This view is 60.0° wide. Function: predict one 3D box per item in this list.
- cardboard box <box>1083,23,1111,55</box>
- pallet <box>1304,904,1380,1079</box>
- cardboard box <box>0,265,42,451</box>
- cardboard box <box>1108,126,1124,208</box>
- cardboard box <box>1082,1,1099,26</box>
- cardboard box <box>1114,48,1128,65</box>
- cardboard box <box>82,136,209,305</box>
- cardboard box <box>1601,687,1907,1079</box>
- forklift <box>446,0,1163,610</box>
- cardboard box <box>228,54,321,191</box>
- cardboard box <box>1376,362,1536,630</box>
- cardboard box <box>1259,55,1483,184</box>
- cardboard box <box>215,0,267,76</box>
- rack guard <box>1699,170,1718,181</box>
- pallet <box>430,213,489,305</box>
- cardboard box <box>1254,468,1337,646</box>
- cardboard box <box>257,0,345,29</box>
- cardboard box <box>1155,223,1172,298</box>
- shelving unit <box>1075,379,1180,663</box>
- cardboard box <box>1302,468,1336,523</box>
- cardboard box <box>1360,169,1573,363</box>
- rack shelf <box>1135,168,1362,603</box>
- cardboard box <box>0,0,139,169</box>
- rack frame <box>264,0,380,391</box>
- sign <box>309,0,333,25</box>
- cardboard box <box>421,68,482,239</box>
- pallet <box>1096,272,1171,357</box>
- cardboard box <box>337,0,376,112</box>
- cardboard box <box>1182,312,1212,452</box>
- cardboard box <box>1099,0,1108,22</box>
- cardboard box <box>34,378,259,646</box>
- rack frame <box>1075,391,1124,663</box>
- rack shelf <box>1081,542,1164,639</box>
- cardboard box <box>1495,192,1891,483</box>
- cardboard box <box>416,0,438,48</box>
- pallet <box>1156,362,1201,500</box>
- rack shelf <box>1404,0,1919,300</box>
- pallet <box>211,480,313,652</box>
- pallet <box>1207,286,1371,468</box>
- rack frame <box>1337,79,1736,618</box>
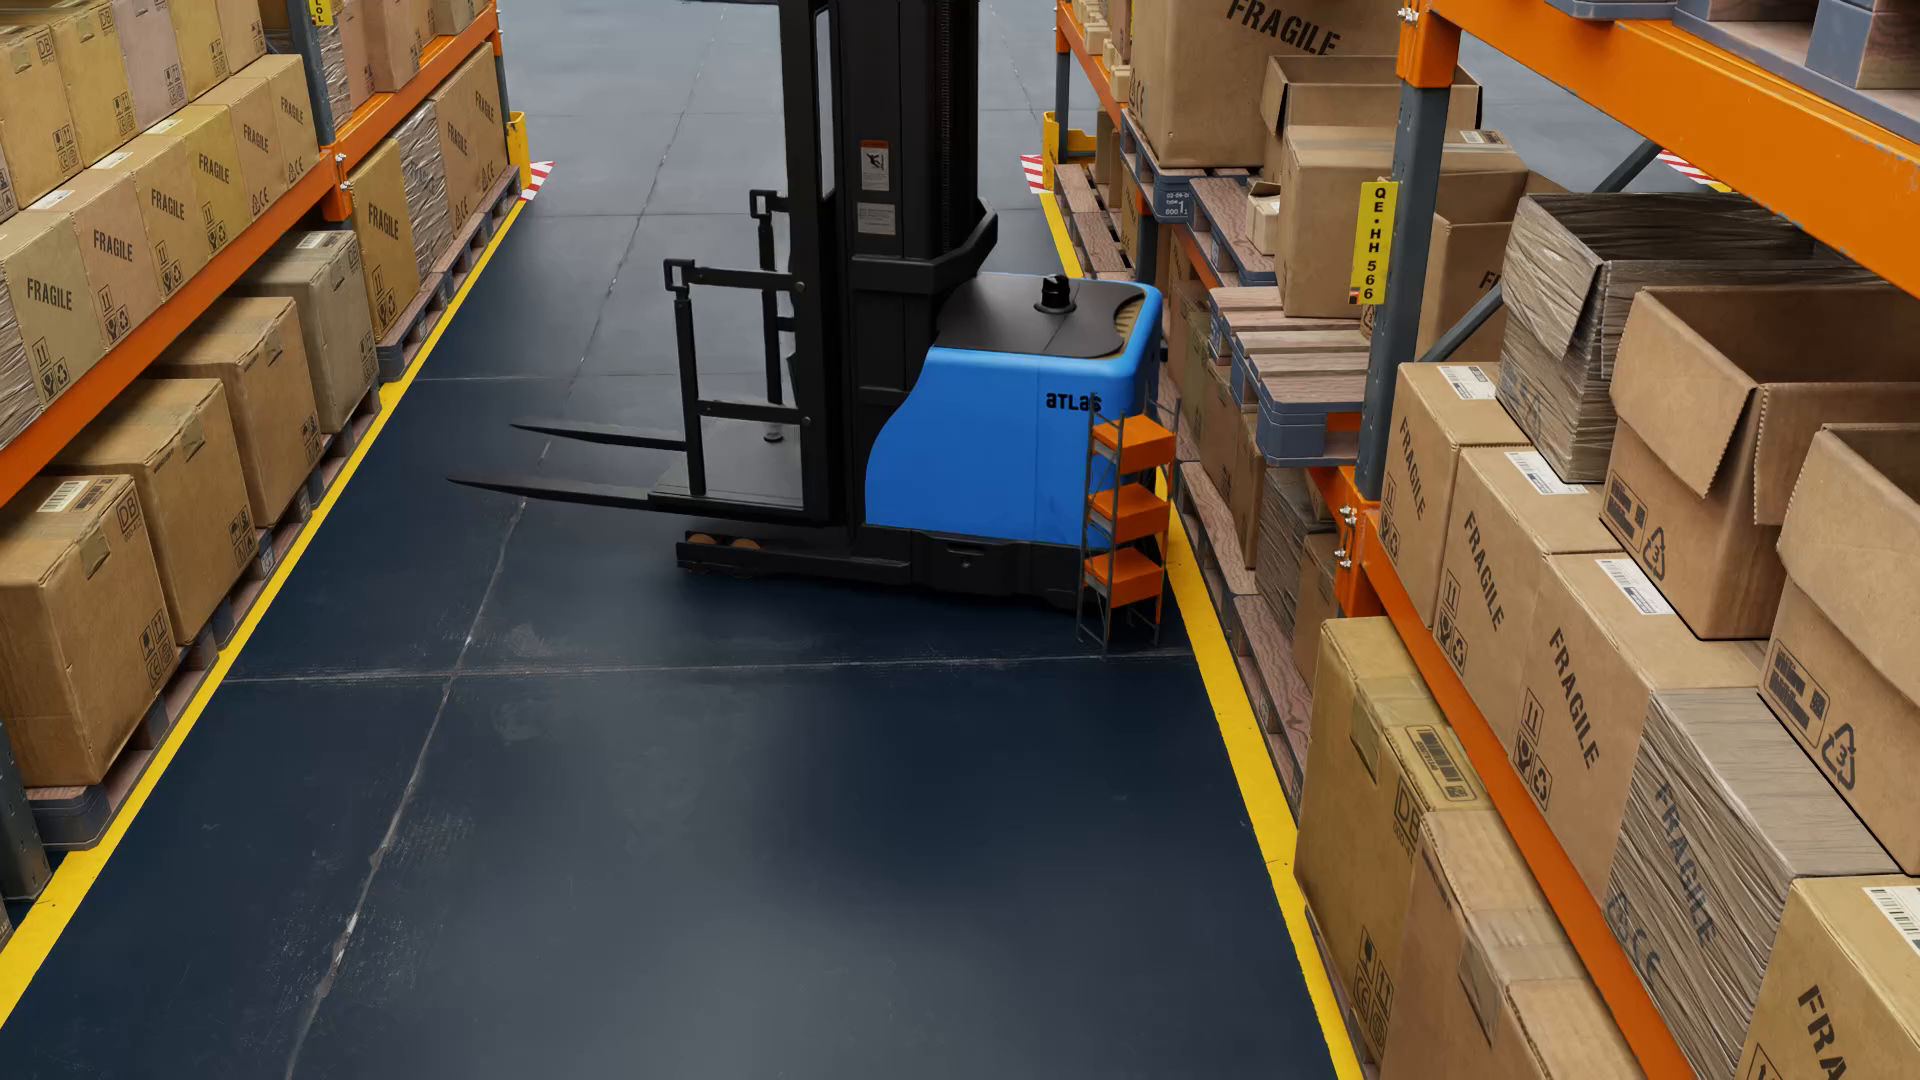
[{"bbox_3d":[0.956,-3.056,10.137,0.380,0.149,0.250,-1,28,-3],"label":"cardboard box"},{"bbox_3d":[1.581,1.297,4.535,1.003,0.211,1.213,-1,28,-3],"label":"pallet"},{"bbox_3d":[-3.097,-0.490,4.838,0.500,0.500,0.500,-1,28,-2],"label":"cardboard box"},{"bbox_3d":[1.279,-2.514,11.075,0.500,0.500,0.500,6,28,11],"label":"cardboard box"},{"bbox_3d":[1.000,-3.404,10.805,0.380,0.149,0.250,-1,28,-3],"label":"cardboard box"},{"bbox_3d":[1.086,-2.712,9.477,0.380,0.149,0.250,-1,28,-3],"label":"cardboard box"},{"bbox_3d":[-3.176,-1.188,6.176,0.500,0.500,0.500,-2,28,-3],"label":"cardboard box"},{"bbox_3d":[1.452,0.587,2.773,0.500,0.500,0.500,-1,28,-2],"label":"cardboard box"},{"bbox_3d":[-0.707,-1.366,6.699,3.031,2.935,1.130,6,28,11],"label":"forklift"},{"bbox_3d":[-3.258,-1.889,7.521,0.500,0.500,0.500,-2,28,-3],"label":"cardboard box"},{"bbox_3d":[1.369,-0.119,4.126,0.500,0.500,0.500,-1,28,-1],"label":"cardboard box"},{"bbox_3d":[1.589,-1.586,6.482,0.797,0.503,0.637,1,28,3],"label":"cardboard box"},{"bbox_3d":[-3.521,-2.338,7.300,0.700,0.500,0.500,-2,28,-4],"label":"cardboard box"},{"bbox_3d":[6.194,-2.977,12.418,1.175,0.500,0.348,-1,28,-3],"label":"rack guard"},{"bbox_3d":[-3.581,-1.761,10.398,1.003,0.211,1.213,-1,28,-3],"label":"pallet"},{"bbox_3d":[1.518,0.043,6.151,0.700,0.500,0.500,-4,28,-7],"label":"cardboard box"},{"bbox_3d":[-3.537,-2.796,8.037,0.875,0.550,0.550,-1,28,-3],"label":"cardboard box"},{"bbox_3d":[1.388,-1.680,9.477,0.500,0.500,0.500,7,28,14],"label":"cardboard box"},{"bbox_3d":[0.620,-0.061,6.223,0.252,1.050,0.215,-15,33,-26],"label":"shelving unit"},{"bbox_3d":[1.512,-0.278,5.956,0.500,0.250,0.500,2,28,3],"label":"cardboard box"},{"bbox_3d":[1.547,-0.784,4.948,0.500,0.500,0.500,-5,28,-9],"label":"cardboard box"},{"bbox_3d":[1.511,-0.910,6.529,1.077,0.370,4.000,-1,28,-3],"label":"rack shelf"},{"bbox_3d":[-3.441,-1.634,5.950,0.700,0.500,0.500,-2,28,-3],"label":"cardboard box"},{"bbox_3d":[-3.552,-2.079,7.993,1.000,3.000,0.127,-1,28,-3],"label":"rack frame"},{"bbox_3d":[-3.011,-2.575,7.778,0.100,0.325,0.005,-1,28,-3],"label":"sign"},{"bbox_3d":[-3.612,-2.453,10.553,0.875,0.875,0.875,-2,28,-3],"label":"cardboard box"},{"bbox_3d":[1.336,-1.225,9.371,1.003,0.211,1.213,-1,28,-3],"label":"pallet"},{"bbox_3d":[-3.635,-2.570,8.771,0.875,0.550,0.550,-1,28,-3],"label":"cardboard box"},{"bbox_3d":[1.423,-0.735,7.642,0.700,0.500,0.500,-2,28,-3],"label":"cardboard box"},{"bbox_3d":[1.327,-3.461,10.213,0.875,0.500,0.500,-1,28,-3],"label":"cardboard box"},{"bbox_3d":[-3.334,-0.108,6.192,1.050,0.750,0.750,-1,28,-2],"label":"cardboard box"},{"bbox_3d":[0.514,-0.033,6.169,0.008,1.050,0.200,-15,33,-26],"label":"rack frame"},{"bbox_3d":[0.615,0.191,6.363,0.240,0.259,0.215,-15,33,-26],"label":"rack shelf"},{"bbox_3d":[1.637,-0.456,3.688,0.797,0.503,0.637,0,28,-1],"label":"cardboard box"},{"bbox_3d":[-3.742,-3.308,10.186,0.875,0.550,0.550,-1,28,-3],"label":"cardboard box"},{"bbox_3d":[1.448,-0.557,8.089,1.003,0.211,1.213,-1,28,-3],"label":"pallet"},{"bbox_3d":[1.719,-0.393,2.294,1.077,0.370,4.000,-1,28,-3],"label":"rack shelf"},{"bbox_3d":[-3.370,0.076,6.876,1.003,0.211,1.213,-1,28,-3],"label":"pallet"},{"bbox_3d":[1.471,-0.547,5.262,1.213,0.211,1.003,-1,28,-3],"label":"pallet"},{"bbox_3d":[1.615,-0.305,4.592,1.000,3.000,0.127,-1,28,-3],"label":"rack frame"}]
